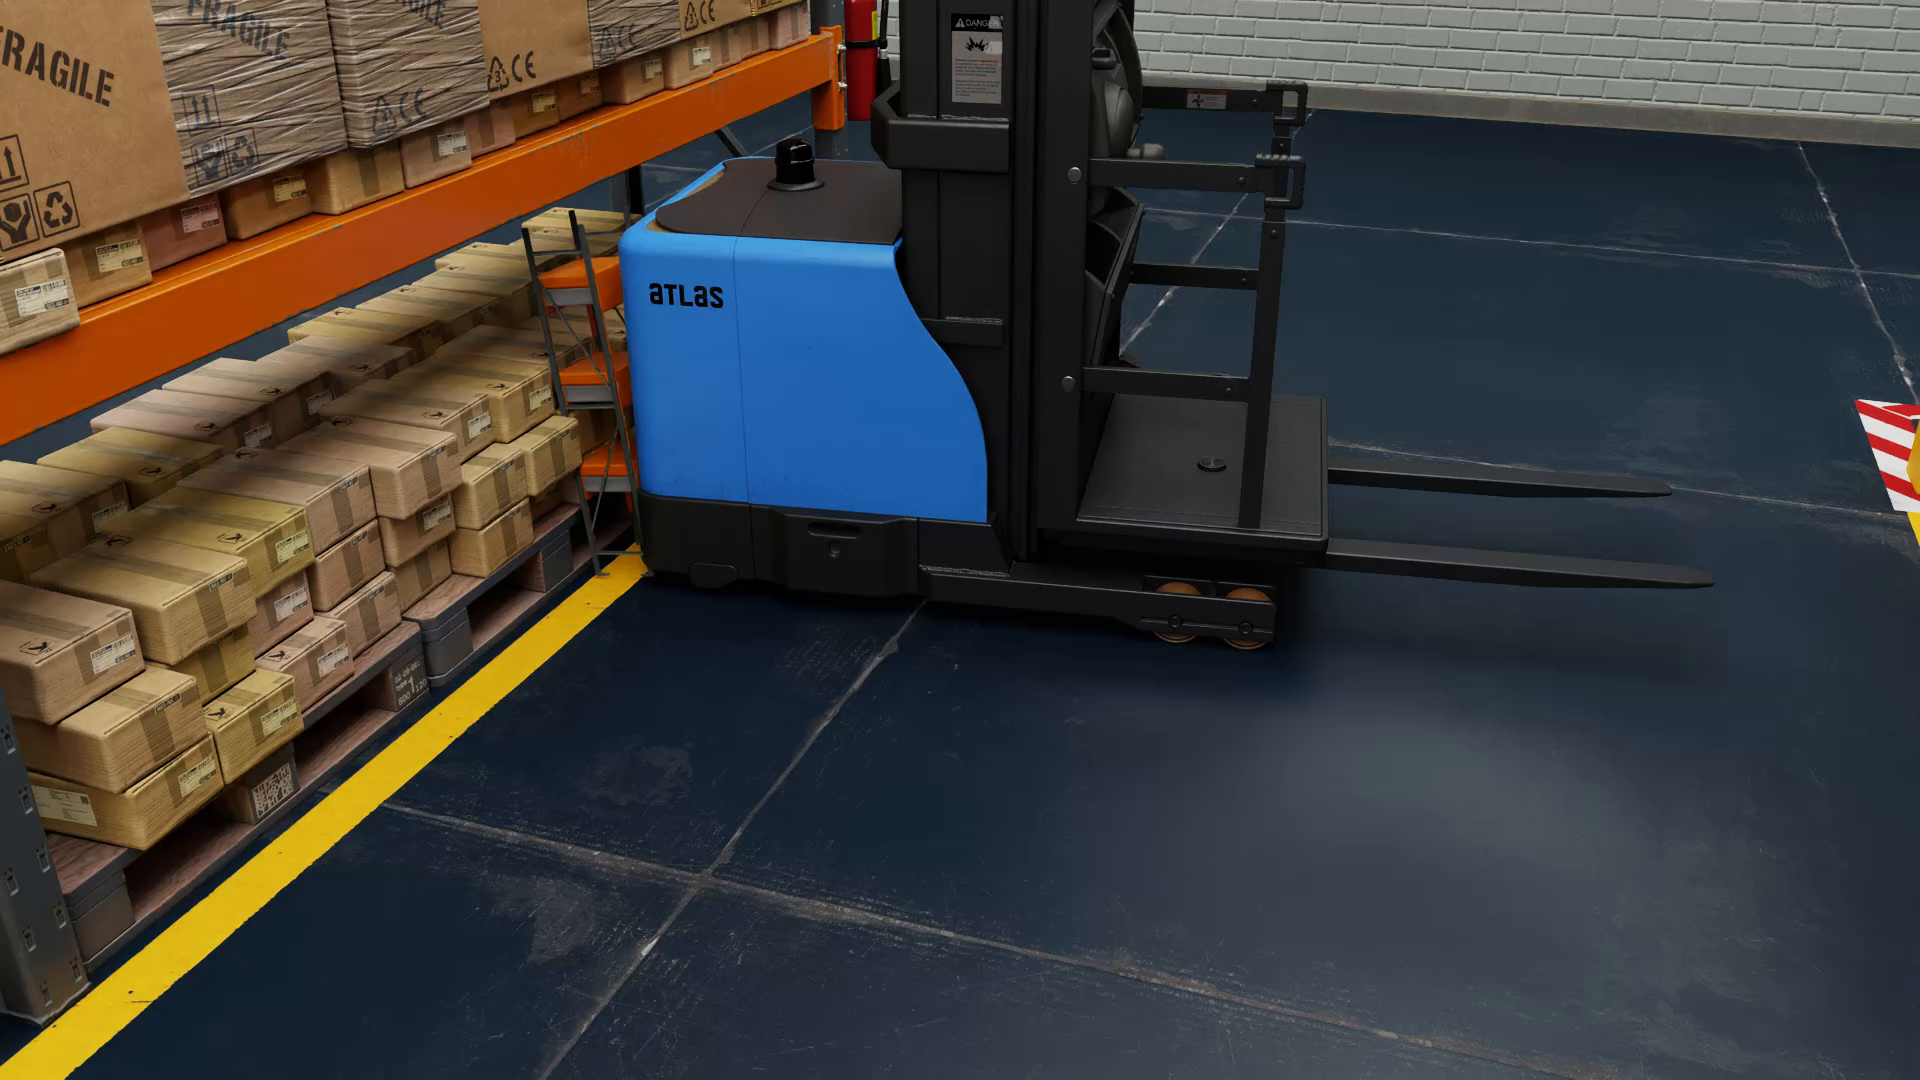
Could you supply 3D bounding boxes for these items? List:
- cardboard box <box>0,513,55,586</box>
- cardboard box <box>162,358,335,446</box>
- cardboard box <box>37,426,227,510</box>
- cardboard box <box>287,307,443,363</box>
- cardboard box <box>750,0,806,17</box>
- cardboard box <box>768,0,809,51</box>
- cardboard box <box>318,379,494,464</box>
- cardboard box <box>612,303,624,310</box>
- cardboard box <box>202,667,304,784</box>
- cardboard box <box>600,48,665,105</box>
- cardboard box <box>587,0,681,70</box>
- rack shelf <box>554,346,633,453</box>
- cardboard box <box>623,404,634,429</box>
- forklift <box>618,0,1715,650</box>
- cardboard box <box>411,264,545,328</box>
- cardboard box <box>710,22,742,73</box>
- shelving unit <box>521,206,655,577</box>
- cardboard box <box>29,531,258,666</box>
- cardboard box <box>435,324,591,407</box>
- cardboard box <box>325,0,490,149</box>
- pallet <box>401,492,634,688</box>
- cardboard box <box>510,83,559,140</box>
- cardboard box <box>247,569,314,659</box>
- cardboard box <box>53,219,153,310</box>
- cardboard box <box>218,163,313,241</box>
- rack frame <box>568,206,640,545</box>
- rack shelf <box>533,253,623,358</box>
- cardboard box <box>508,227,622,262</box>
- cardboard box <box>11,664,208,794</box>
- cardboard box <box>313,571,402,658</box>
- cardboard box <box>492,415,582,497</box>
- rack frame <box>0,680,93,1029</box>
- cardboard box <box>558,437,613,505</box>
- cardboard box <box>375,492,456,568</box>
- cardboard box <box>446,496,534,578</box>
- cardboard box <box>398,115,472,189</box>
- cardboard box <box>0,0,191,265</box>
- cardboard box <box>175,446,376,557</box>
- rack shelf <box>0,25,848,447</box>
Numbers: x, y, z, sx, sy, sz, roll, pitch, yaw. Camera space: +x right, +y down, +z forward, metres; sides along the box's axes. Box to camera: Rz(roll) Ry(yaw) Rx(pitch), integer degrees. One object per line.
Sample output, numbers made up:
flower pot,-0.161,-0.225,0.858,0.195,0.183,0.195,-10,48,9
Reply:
cardboard box,-2.330,0.044,3.823,0.380,0.149,0.250,9,27,18
cardboard box,-2.013,-0.392,4.724,0.380,0.149,0.250,8,27,16
cardboard box,-2.094,-0.154,4.234,0.380,0.149,0.250,10,27,19
cardboard box,-1.833,-0.595,5.144,0.380,0.149,0.250,9,27,18
cardboard box,-0.826,-2.088,5.664,0.500,0.500,0.500,9,27,18
cardboard box,-0.761,-1.843,5.903,0.380,0.149,0.250,9,27,18
cardboard box,-1.515,-0.315,4.566,0.380,0.149,0.250,8,27,15
cardboard box,-1.106,-0.733,5.430,0.380,0.149,0.250,8,27,15
cardboard box,-1.737,0.394,3.783,0.380,0.149,0.250,10,27,19
cardboard box,-1.127,-1.429,5.047,0.380,0.149,0.250,8,27,15
cardboard box,-1.162,-1.667,4.796,0.500,0.500,0.500,9,27,18
rack shelf,-1.023,-0.417,4.896,0.215,0.259,0.240,1,22,21
cardboard box,-1.157,-0.484,5.256,0.380,0.149,0.250,9,27,18
forklift,0.616,-1.267,4.504,3.031,2.935,1.130,5,26,10
cardboard box,-1.601,-0.809,5.586,0.380,0.149,0.250,7,27,15
cardboard box,-0.948,-1.641,5.486,0.380,0.149,0.250,8,27,17
shelving unit,-1.024,-0.426,4.892,0.215,1.050,0.252,1,22,21
cardboard box,-1.793,0.123,3.661,0.380,0.149,0.250,10,28,20
cardboard box,-1.336,-0.523,4.994,0.380,0.149,0.250,8,27,16
cardboard box,-1.488,-1.239,3.912,0.500,0.500,0.500,8,27,16
pallet,-1.656,-0.016,5.042,1.003,0.211,1.213,9,27,17
cardboard box,-1.346,-1.215,4.606,0.380,0.149,0.250,9,27,18
cardboard box,-1.781,0.148,3.950,0.380,0.149,0.250,9,27,17
cardboard box,-1.831,-0.560,3.253,0.380,0.149,0.250,10,27,19
cardboard box,-1.696,-0.788,3.724,0.380,0.149,0.250,8,27,15
rack frame,-0.983,-0.472,4.997,0.200,1.050,0.008,1,22,21
rack shelf,-1.057,-0.680,4.795,0.215,0.259,0.240,1,22,21
cardboard box,-1.392,-1.008,5.997,0.380,0.149,0.250,9,27,18
cardboard box,-1.828,0.370,3.491,0.380,0.149,0.250,10,28,20
cardboard box,-1.666,0.173,4.240,0.380,0.149,0.250,8,27,16
cardboard box,-1.325,-0.264,4.802,0.380,0.149,0.250,9,27,18
rack frame,-2.250,-0.487,2.814,1.000,3.000,0.127,9,27,17
cardboard box,-1.262,-0.247,5.108,0.380,0.149,0.250,9,27,18
cardboard box,-1.575,-0.072,4.405,0.380,0.149,0.250,10,28,20
cardboard box,-1.433,-0.035,4.671,0.380,0.149,0.250,8,27,16
cardboard box,-1.455,-0.991,4.144,0.380,0.149,0.250,10,28,20
cardboard box,-1.848,-0.833,3.073,0.500,0.500,0.500,8,27,16
cardboard box,-1.690,-0.099,4.119,0.380,0.149,0.250,8,27,16
rack shelf,-1.585,-0.985,4.669,1.077,0.370,4.000,9,27,17
